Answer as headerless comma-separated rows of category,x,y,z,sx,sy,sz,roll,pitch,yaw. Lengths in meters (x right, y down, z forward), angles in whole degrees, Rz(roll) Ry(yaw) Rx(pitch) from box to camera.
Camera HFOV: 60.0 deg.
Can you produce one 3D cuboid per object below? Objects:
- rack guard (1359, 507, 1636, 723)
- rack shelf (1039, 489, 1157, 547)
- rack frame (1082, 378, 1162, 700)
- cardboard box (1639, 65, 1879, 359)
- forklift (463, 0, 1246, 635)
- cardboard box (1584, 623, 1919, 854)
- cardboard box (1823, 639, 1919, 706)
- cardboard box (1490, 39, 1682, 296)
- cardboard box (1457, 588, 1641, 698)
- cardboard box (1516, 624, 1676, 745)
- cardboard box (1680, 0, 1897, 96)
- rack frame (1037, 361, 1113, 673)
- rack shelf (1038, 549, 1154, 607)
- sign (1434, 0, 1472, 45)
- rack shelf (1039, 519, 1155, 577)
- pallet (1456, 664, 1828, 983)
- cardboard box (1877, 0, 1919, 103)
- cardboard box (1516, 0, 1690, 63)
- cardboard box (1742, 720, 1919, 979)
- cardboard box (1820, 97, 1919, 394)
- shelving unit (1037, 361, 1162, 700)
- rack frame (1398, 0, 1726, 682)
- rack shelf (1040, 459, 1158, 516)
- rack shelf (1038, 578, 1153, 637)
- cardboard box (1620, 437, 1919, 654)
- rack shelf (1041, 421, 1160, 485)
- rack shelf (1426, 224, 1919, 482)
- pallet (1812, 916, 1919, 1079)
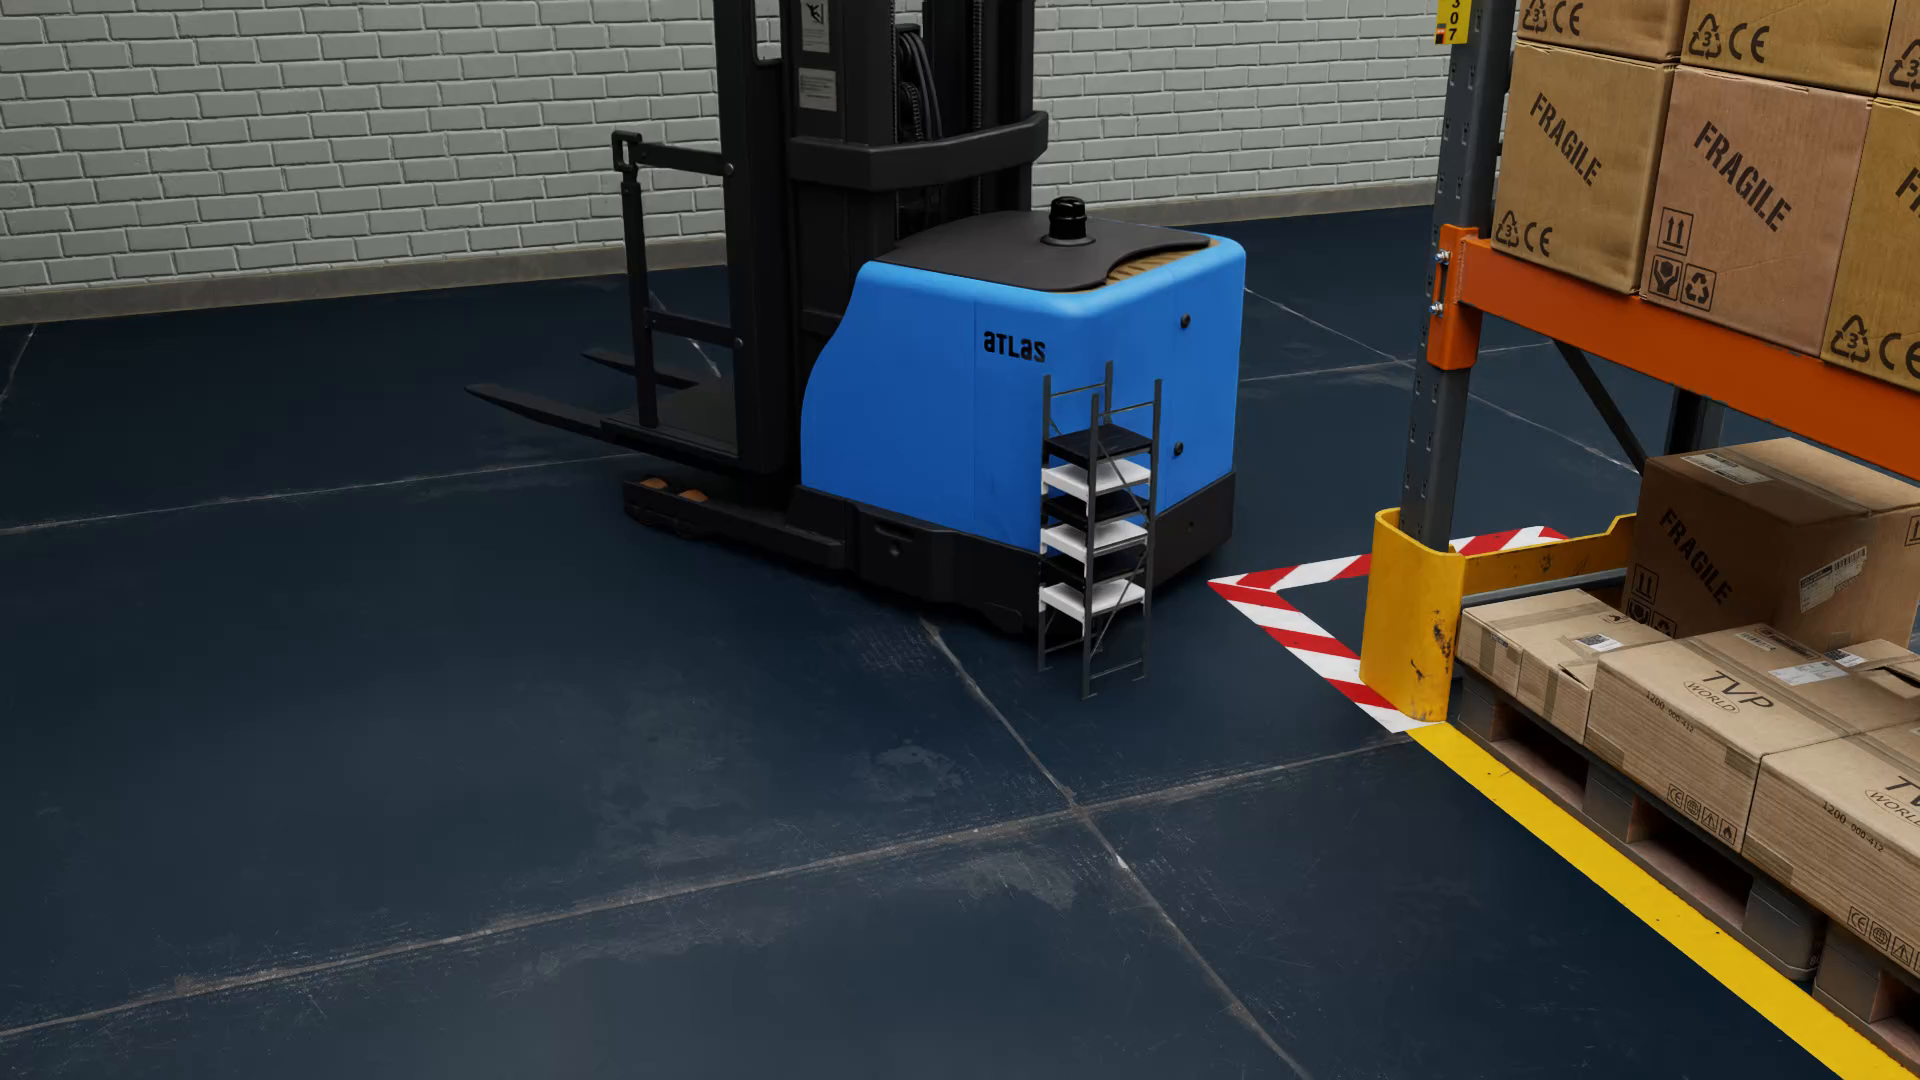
rack guard,1.742,0.136,4.785,1.175,0.500,0.348,-8,24,-19
rack shelf,0.384,-0.075,4.625,0.258,0.077,0.200,-15,27,-32
rack frame,0.442,0.009,4.570,0.240,0.900,0.006,-15,27,-32
cardboard box,1.812,-0.706,3.434,0.500,0.500,0.500,-9,24,-20
forklift,-0.567,-1.504,5.545,3.031,2.935,1.130,16,28,34
cardboard box,1.818,0.439,3.821,0.500,0.250,0.500,-8,24,-19
cardboard box,2.196,0.382,4.063,0.380,0.166,0.250,-8,24,-19
cardboard box,1.625,-0.893,3.877,0.500,0.500,0.500,-8,24,-18
cardboard box,1.541,0.266,4.360,0.380,0.149,0.250,-8,24,-19
cardboard box,1.630,0.349,4.141,0.380,0.166,0.250,-8,24,-19
cardboard box,1.817,-1.164,3.235,0.500,0.500,0.500,-8,24,-18
rack frame,0.325,-0.055,4.723,0.240,0.900,0.006,-15,27,-32
rack shelf,0.384,0.090,4.694,0.258,0.077,0.200,-15,27,-32
sign,1.207,-1.368,4.020,0.100,0.325,0.005,-8,24,-19
rack shelf,0.384,0.007,4.660,0.258,0.077,0.200,-15,27,-32
pallet,2.024,0.558,4.154,1.003,0.211,1.213,-8,24,-19
cardboard box,1.989,-0.982,2.802,0.500,0.500,0.500,-8,24,-18
cardboard box,1.625,-1.353,3.683,0.500,0.500,0.500,-8,24,-17
cardboard box,1.995,0.620,3.390,0.500,0.250,0.500,-8,24,-19
cardboard box,1.987,-0.523,3.000,0.500,0.500,0.500,-8,24,-19
shelving unit,0.384,-0.023,4.647,0.258,0.900,0.210,-15,27,-32
rack frame,1.715,-1.044,4.365,1.000,3.000,0.127,-8,24,-19
rack shelf,0.384,-0.158,4.590,0.258,0.077,0.200,-15,27,-32
rack shelf,0.384,0.173,4.729,0.258,0.077,0.200,-15,27,-32
cardboard box,2.137,0.069,4.376,0.500,0.500,0.500,-8,24,-19
rack shelf,0.384,-0.241,4.555,0.258,0.077,0.200,-15,27,-32
rack shelf,2.421,0.014,2.780,1.077,0.370,4.000,-8,24,-19
pallet,2.452,1.001,3.104,1.003,0.211,1.213,-8,24,-19
